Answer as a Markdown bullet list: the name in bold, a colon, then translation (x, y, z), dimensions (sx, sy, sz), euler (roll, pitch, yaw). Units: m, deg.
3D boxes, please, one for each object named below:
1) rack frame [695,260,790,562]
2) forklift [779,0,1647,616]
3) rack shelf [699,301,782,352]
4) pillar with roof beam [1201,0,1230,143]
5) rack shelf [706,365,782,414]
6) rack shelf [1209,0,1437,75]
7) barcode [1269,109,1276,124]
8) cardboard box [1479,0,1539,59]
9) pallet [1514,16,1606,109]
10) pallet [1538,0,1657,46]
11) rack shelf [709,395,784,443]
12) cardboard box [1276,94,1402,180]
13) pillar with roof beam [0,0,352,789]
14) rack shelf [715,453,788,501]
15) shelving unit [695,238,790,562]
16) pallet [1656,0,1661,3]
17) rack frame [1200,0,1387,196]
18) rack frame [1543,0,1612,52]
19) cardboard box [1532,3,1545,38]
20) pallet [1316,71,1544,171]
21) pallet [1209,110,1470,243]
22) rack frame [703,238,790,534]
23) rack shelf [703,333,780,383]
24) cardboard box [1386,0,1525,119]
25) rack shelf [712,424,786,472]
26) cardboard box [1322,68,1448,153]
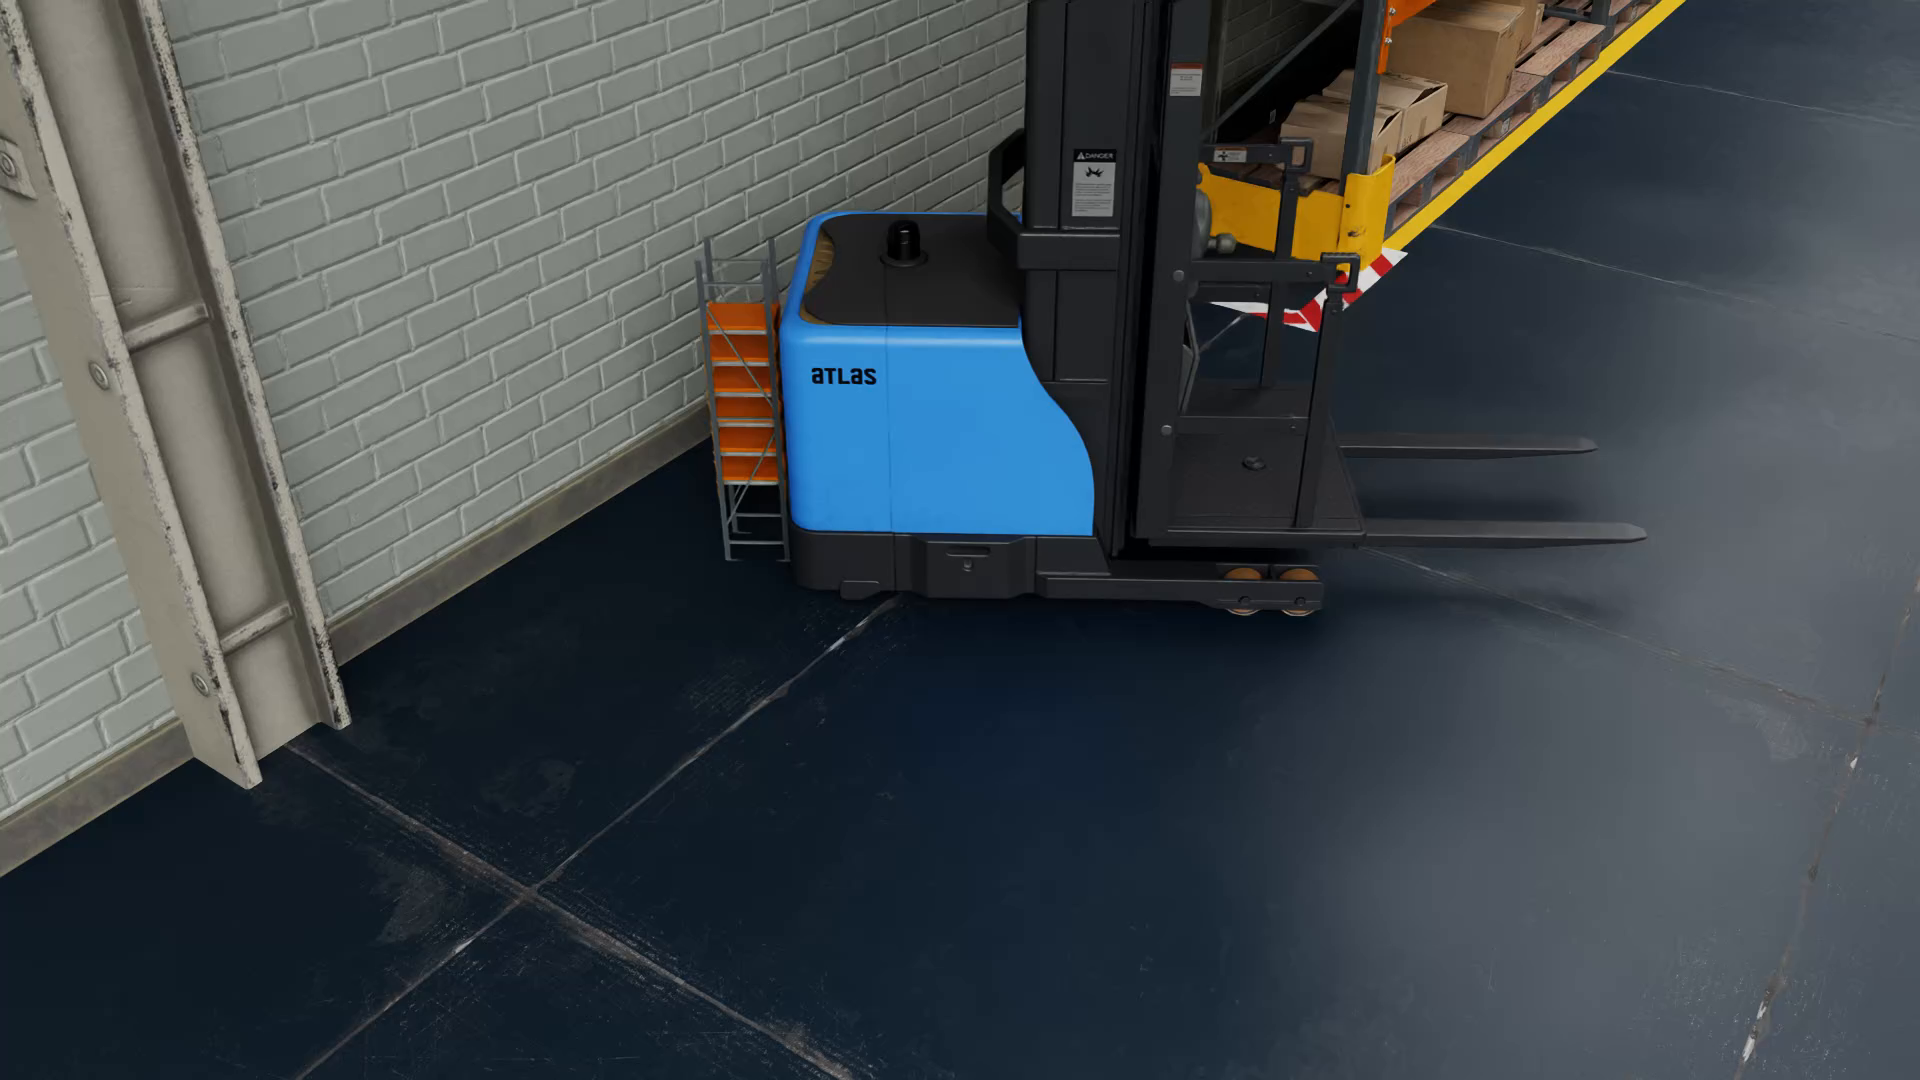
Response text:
- **rack frame**: translation (-0.748, -0.420, 5.798), dimensions (0.240, 1.200, 0.006), euler (1, 34, 2)
- **forklift**: translation (0.923, -1.250, 5.482), dimensions (3.031, 2.935, 1.130), euler (1, 34, 1)
- **rack shelf**: translation (-0.747, -0.732, 5.697), dimensions (0.258, 0.103, 0.180), euler (1, 34, 2)
- **pillar with roof beam**: translation (4.755, -4.485, 4.850), dimensions (9.100, 9.000, 0.400), euler (21, 39, 28)
- **rack shelf**: translation (-0.746, -0.534, 5.831), dimensions (0.258, 0.103, 0.180), euler (1, 34, 2)
- **rack shelf**: translation (2.670, -3.399, 9.241), dimensions (1.077, 0.370, 4.000), euler (21, 39, 28)
- **barcode**: translation (1.680, -2.275, 8.936), dimensions (0.001, 0.075, 0.075), euler (21, 39, 28)
- **cardboard box**: translation (3.251, -3.274, 10.252), dimensions (0.500, 0.500, 0.500), euler (18, 38, 25)
- **pallet**: translation (3.456, -3.142, 10.708), dimensions (1.003, 0.211, 1.213), euler (21, 39, 28)
- **pallet**: translation (4.253, -3.821, 11.712), dimensions (1.003, 0.211, 1.213), euler (21, 39, 28)
- **rack shelf**: translation (-0.745, -0.434, 5.899), dimensions (0.258, 0.103, 0.180), euler (1, 34, 2)
- **cardboard box**: translation (1.998, -2.135, 8.737), dimensions (0.500, 0.311, 0.500), euler (17, 37, 23)
- **pillar with roof beam**: translation (1.334, -1.724, 0.766), dimensions (9.100, 9.000, 0.400), euler (21, 39, 28)
- **rack shelf**: translation (-0.744, -0.235, 6.033), dimensions (0.258, 0.103, 0.180), euler (1, 34, 2)
- **shelving unit**: translation (-0.746, -0.471, 5.874), dimensions (0.258, 1.200, 0.189), euler (1, 34, 2)
- **pallet**: translation (4.948, -4.385, 12.546), dimensions (1.003, 0.211, 1.213), euler (21, 39, 28)
- **rack frame**: translation (1.530, -2.777, 7.679), dimensions (1.000, 3.000, 0.127), euler (21, 39, 28)
- **rack frame**: translation (3.810, -4.618, 10.401), dimensions (1.000, 3.000, 0.127), euler (21, 39, 28)
- **cardboard box**: translation (3.530, -3.370, 10.693), dimensions (0.380, 0.166, 0.250), euler (16, 37, 22)
- **pallet**: translation (2.761, -2.578, 9.874), dimensions (1.003, 0.211, 1.213), euler (21, 39, 28)
- **pallet**: translation (2.065, -2.019, 9.048), dimensions (1.003, 0.211, 1.213), euler (21, 39, 28)
- **rack frame**: translation (-0.743, -0.522, 5.950), dimensions (0.240, 1.200, 0.006), euler (1, 34, 2)
- **rack shelf**: translation (-0.747, -0.633, 5.764), dimensions (0.258, 0.103, 0.180), euler (1, 34, 2)
- **cardboard box**: translation (2.782, -2.797, 9.547), dimensions (0.700, 0.500, 0.500), euler (19, 38, 25)
- **rack shelf**: translation (-0.745, -0.335, 5.966), dimensions (0.258, 0.103, 0.180), euler (1, 34, 2)
- **cardboard box**: translation (2.323, -2.397, 9.125), dimensions (0.500, 0.311, 0.500), euler (25, 41, 32)
